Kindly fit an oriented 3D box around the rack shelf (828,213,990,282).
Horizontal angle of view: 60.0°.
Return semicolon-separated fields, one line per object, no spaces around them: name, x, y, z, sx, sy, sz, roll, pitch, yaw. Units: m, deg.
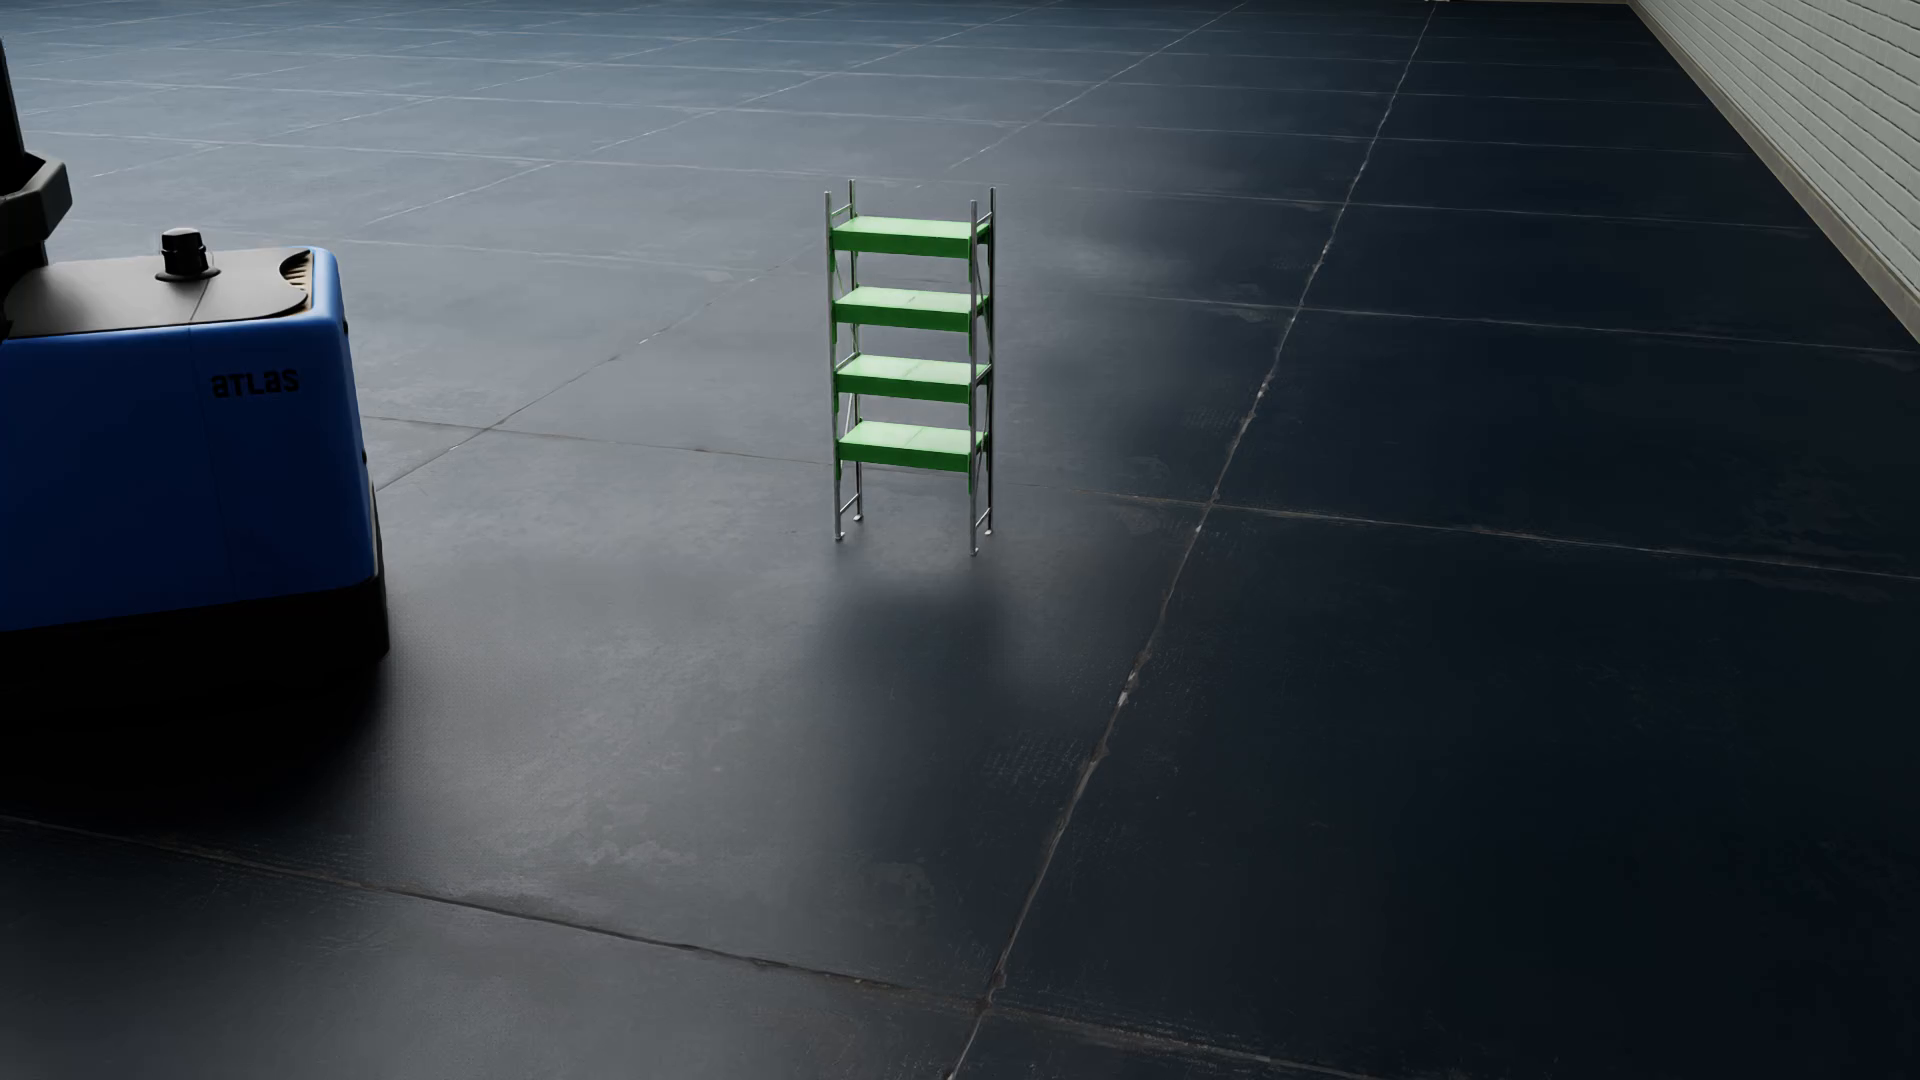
rack shelf;-0.158;-0.958;5.429;0.480;0.148;0.258;7;23;16

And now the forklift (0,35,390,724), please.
forklift;-3.221;-0.937;4.191;3.031;2.935;1.130;-8;24;-18

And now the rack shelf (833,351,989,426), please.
rack shelf;-0.158;-0.514;5.611;0.480;0.148;0.258;7;23;16

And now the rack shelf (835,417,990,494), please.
rack shelf;-0.158;-0.292;5.702;0.480;0.148;0.258;7;23;16

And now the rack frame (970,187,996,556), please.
rack frame;0.075;-0.547;5.521;0.015;1.200;0.240;7;23;16

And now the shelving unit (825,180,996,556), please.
shelving unit;-0.158;-0.573;5.587;0.503;1.200;0.258;7;23;16

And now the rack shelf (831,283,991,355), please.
rack shelf;-0.158;-0.736;5.520;0.480;0.148;0.258;7;23;16

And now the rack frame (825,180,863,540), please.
rack frame;-0.392;-0.600;5.652;0.015;1.200;0.240;7;23;16
